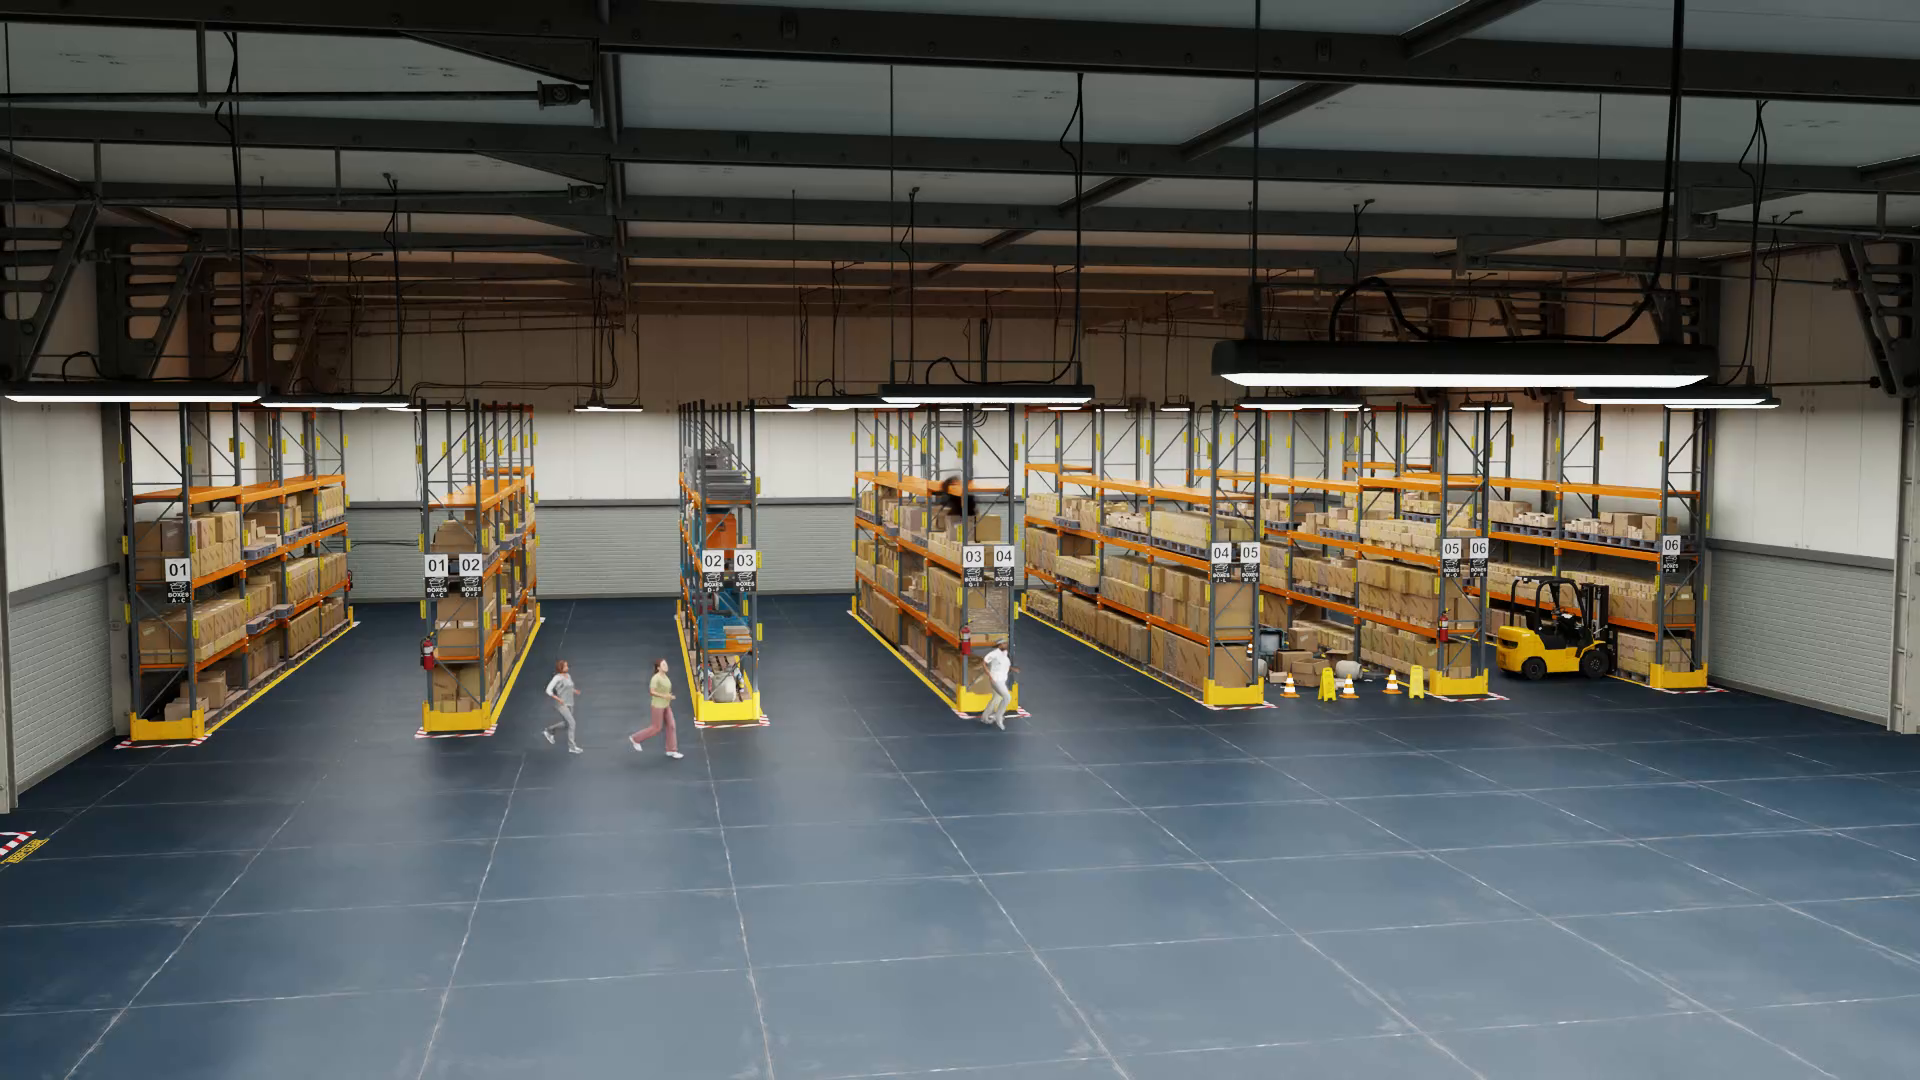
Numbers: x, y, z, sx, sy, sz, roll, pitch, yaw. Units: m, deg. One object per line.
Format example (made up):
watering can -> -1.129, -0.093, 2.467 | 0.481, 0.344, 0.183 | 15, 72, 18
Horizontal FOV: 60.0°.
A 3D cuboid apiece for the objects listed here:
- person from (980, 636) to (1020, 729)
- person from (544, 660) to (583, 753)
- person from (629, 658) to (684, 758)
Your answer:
person -> 0.721, 2.591, 30.462 | 0.758, 1.708, 0.552 | 2, 5, 29
person -> -6.737, 2.811, 28.170 | 0.782, 1.567, 0.548 | 1, 5, 17
person -> -5.052, 2.803, 27.795 | 0.917, 1.673, 0.587 | 1, 4, 16
